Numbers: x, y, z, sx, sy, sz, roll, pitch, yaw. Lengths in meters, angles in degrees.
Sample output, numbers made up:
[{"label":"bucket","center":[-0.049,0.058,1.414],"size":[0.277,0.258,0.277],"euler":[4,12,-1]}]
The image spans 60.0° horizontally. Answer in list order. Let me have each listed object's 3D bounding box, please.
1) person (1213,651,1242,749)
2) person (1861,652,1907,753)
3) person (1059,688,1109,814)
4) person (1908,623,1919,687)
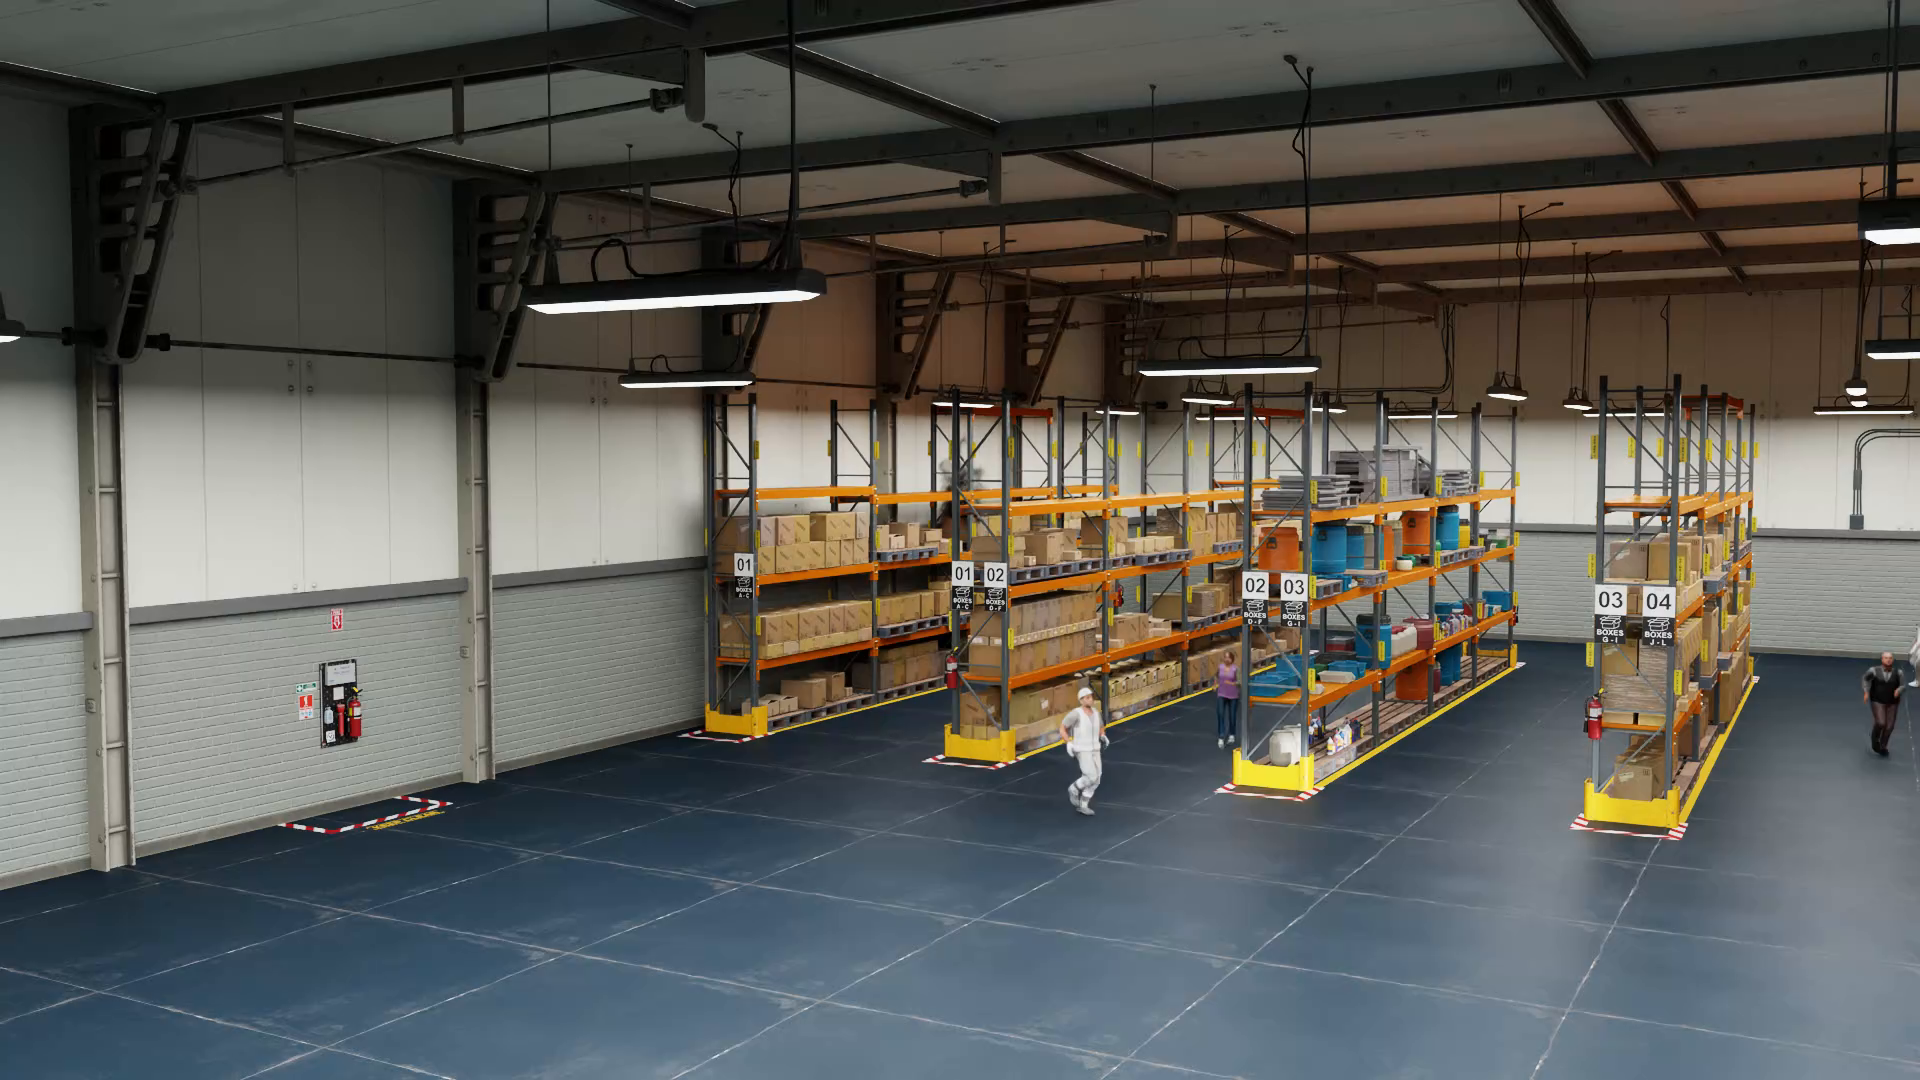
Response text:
[{"label":"person","center":[4.507,2.685,28.051],"size":[0.503,1.644,0.710],"euler":[1,3,15]},{"label":"person","center":[15.147,2.672,27.238],"size":[0.630,1.677,0.733],"euler":[1,3,17]},{"label":"person","center":[1.763,2.900,22.806],"size":[0.666,1.737,0.580],"euler":[-2,4,-36]},{"label":"person","center":[20.388,2.250,34.998],"size":[0.618,1.720,0.727],"euler":[0,3,-7]}]
